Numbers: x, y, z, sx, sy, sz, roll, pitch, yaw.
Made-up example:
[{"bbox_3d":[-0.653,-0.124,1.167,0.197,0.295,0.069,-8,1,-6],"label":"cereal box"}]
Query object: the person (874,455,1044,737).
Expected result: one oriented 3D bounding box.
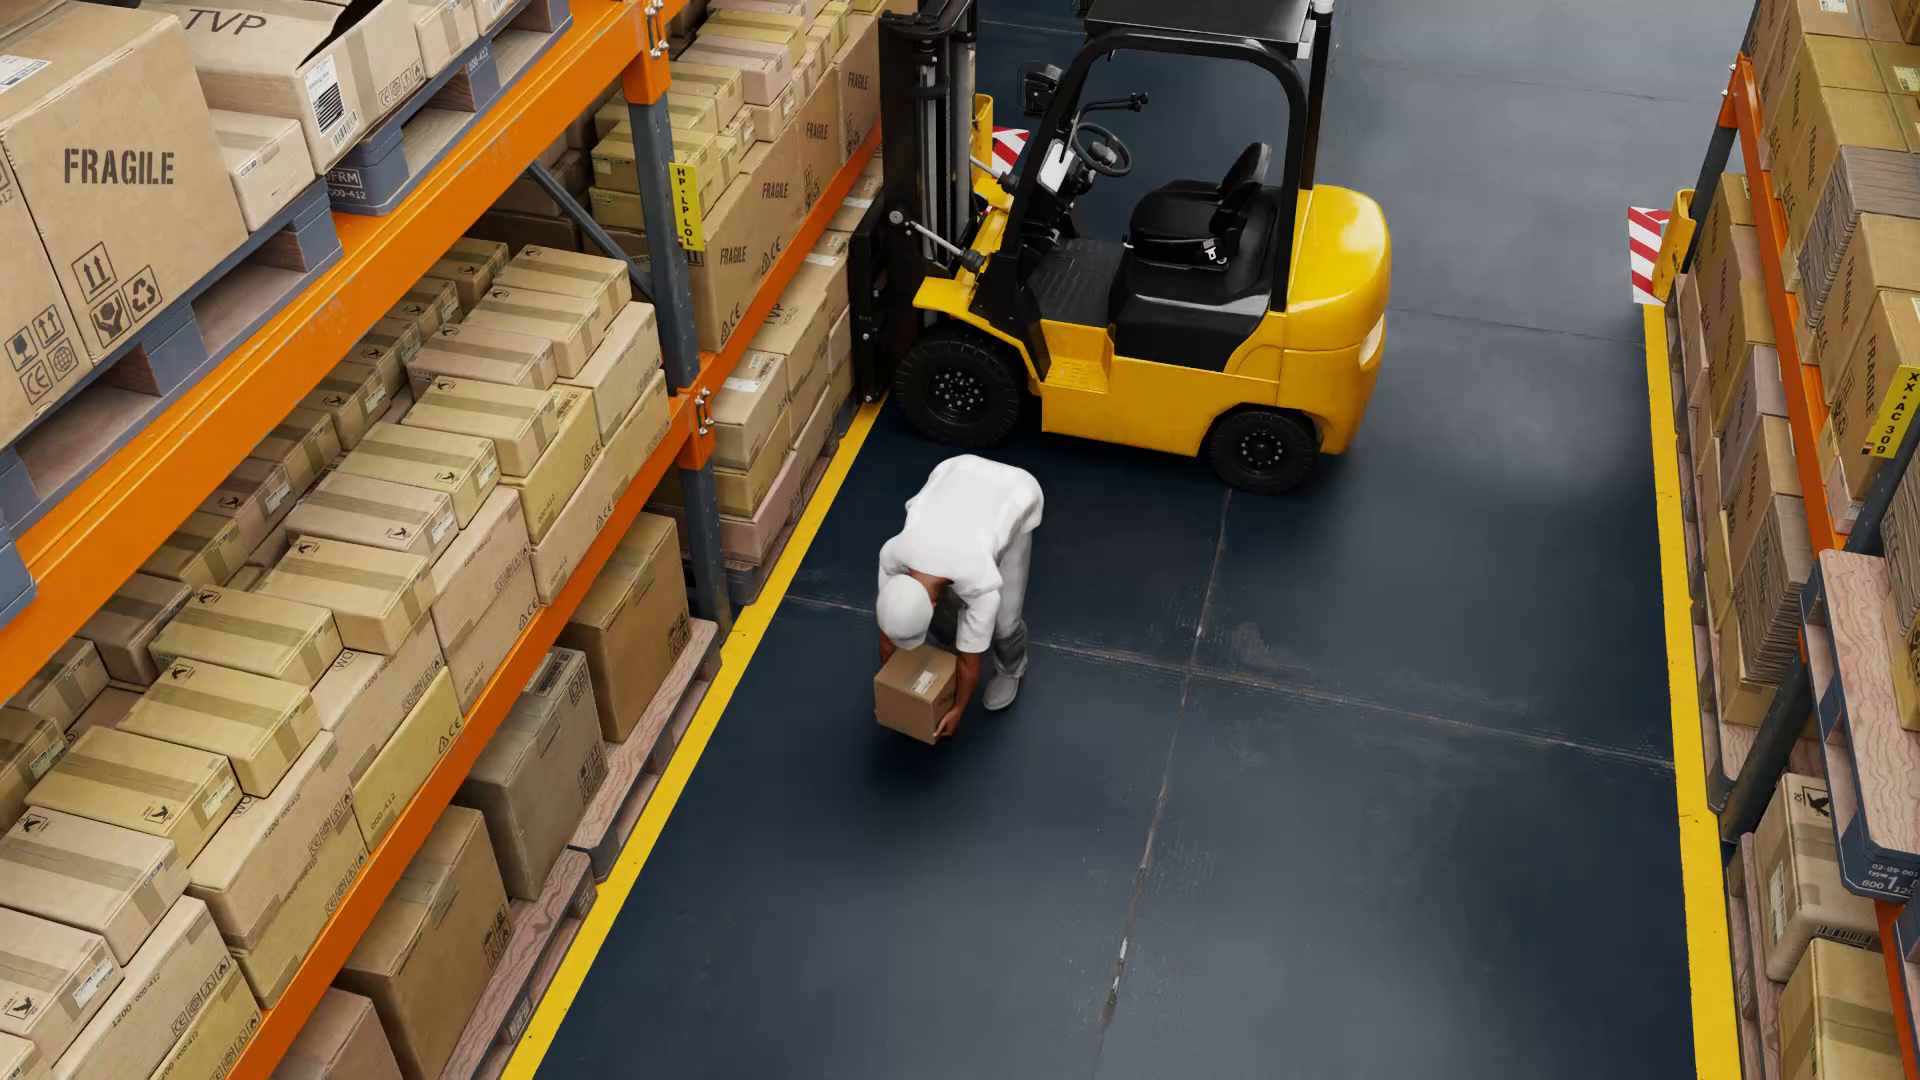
[{"bbox_3d":[-0.026,0.287,6.341,0.485,1.064,0.982,18,44,20],"label":"person"}]
